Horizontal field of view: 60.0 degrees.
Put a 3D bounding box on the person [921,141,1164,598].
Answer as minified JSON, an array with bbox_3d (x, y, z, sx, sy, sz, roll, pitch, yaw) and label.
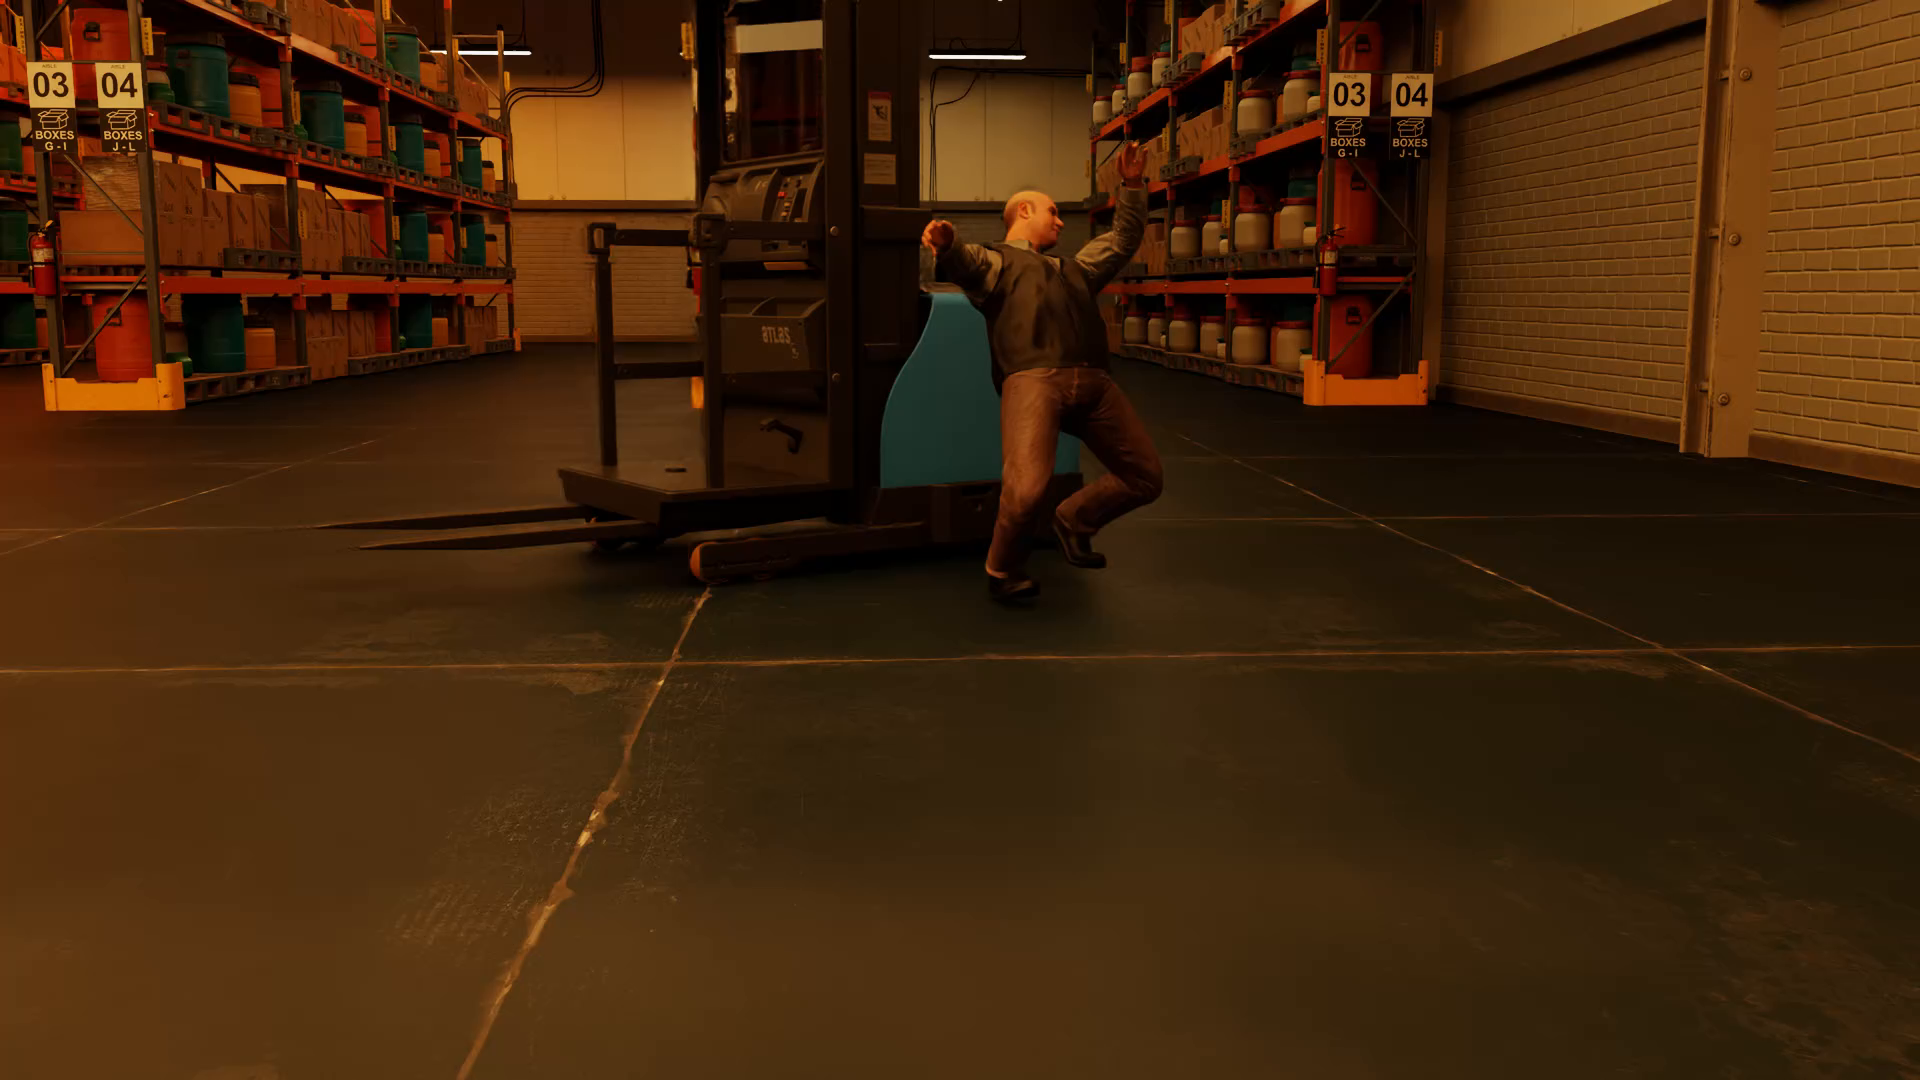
[{"bbox_3d":[0.181,-0.576,5.740,1.046,1.549,0.665,-7,11,-39],"label":"person"}]

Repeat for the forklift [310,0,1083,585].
[{"bbox_3d":[-0.972,-1.370,6.554,3.031,2.935,1.130,-6,10,-34],"label":"forklift"}]
